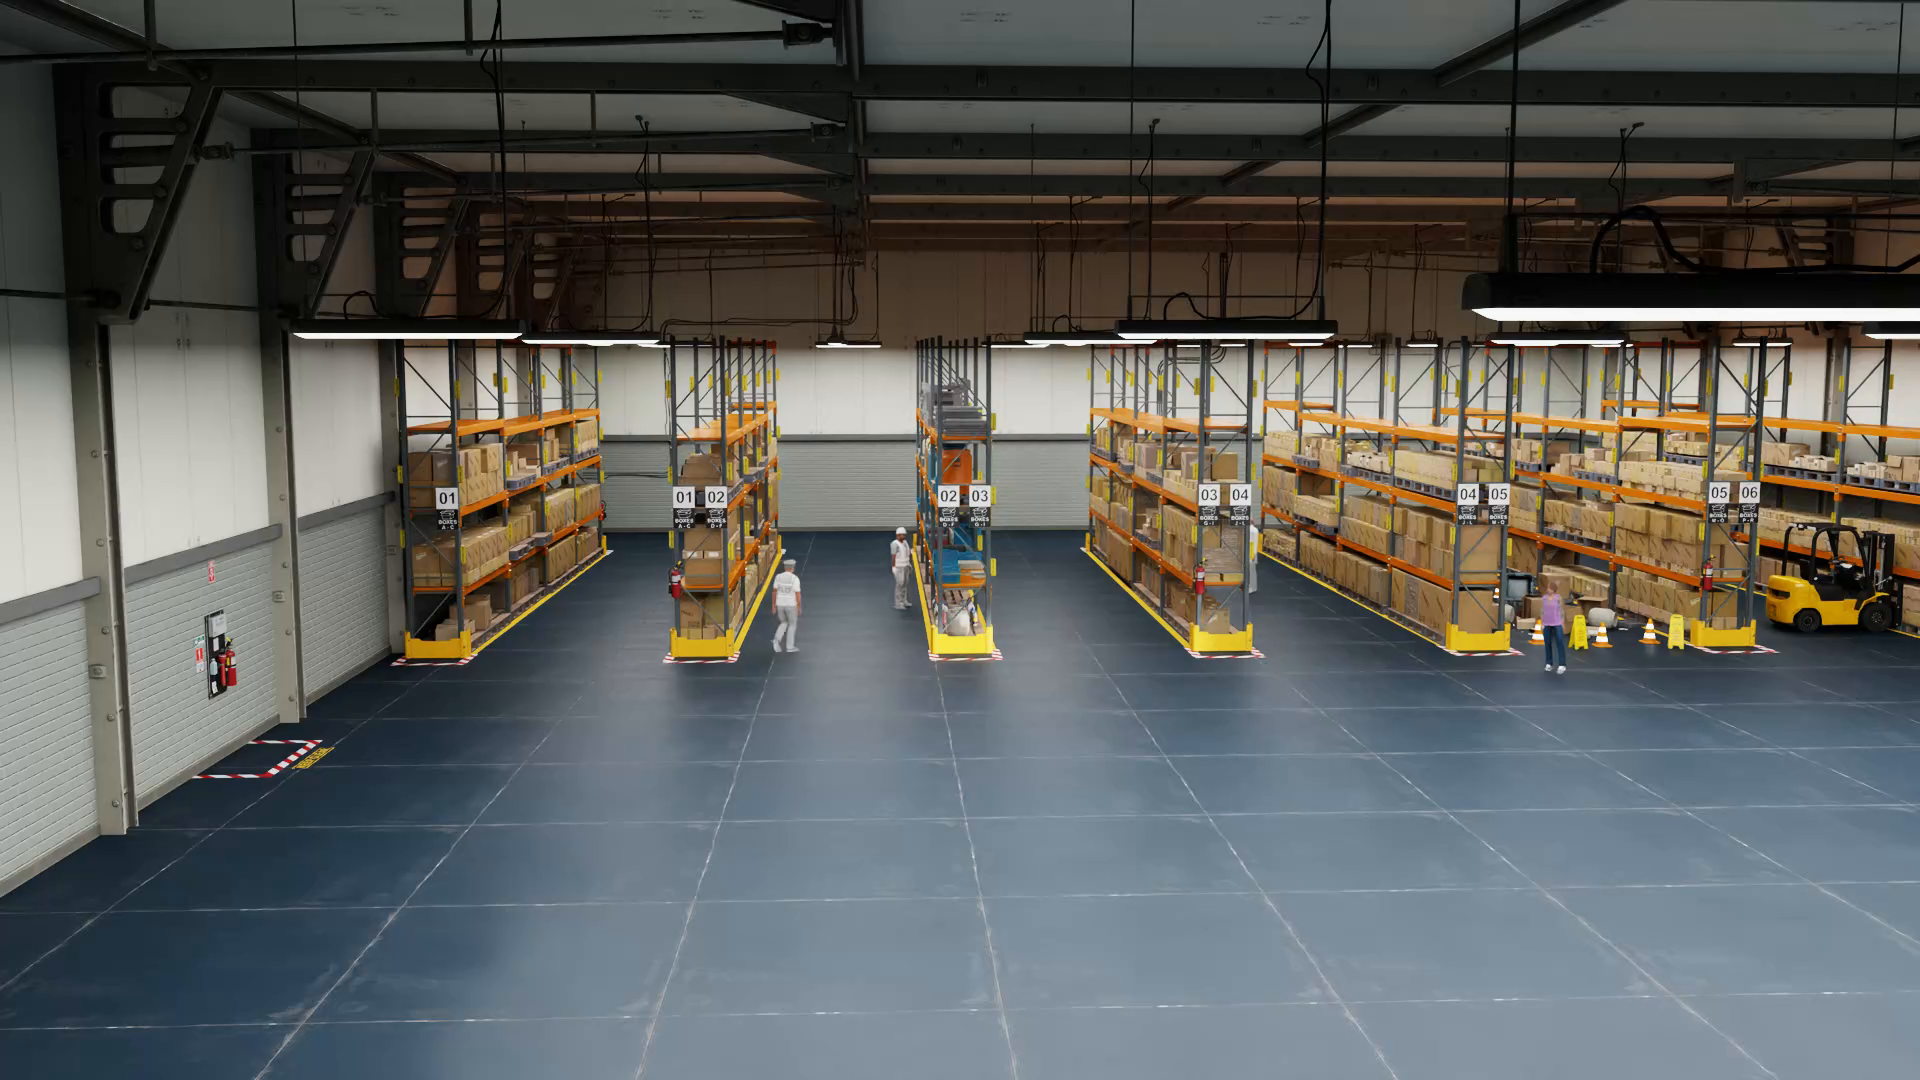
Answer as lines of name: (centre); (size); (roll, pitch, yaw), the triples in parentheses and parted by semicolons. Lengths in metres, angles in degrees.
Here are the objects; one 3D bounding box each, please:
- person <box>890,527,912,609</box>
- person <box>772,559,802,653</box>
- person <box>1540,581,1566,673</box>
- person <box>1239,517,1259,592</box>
person: (-1.280, 0.630, 37.239); (0.461, 1.821, 0.612); (3, 7, 27)
person: (-3.284, 1.266, 31.577); (0.577, 1.774, 0.494); (4, 7, 29)
person: (10.619, 1.550, 29.782); (0.511, 1.608, 0.399); (5, 8, 38)
person: (6.884, 0.337, 39.682); (0.405, 1.802, 0.589); (-4, 8, -34)
